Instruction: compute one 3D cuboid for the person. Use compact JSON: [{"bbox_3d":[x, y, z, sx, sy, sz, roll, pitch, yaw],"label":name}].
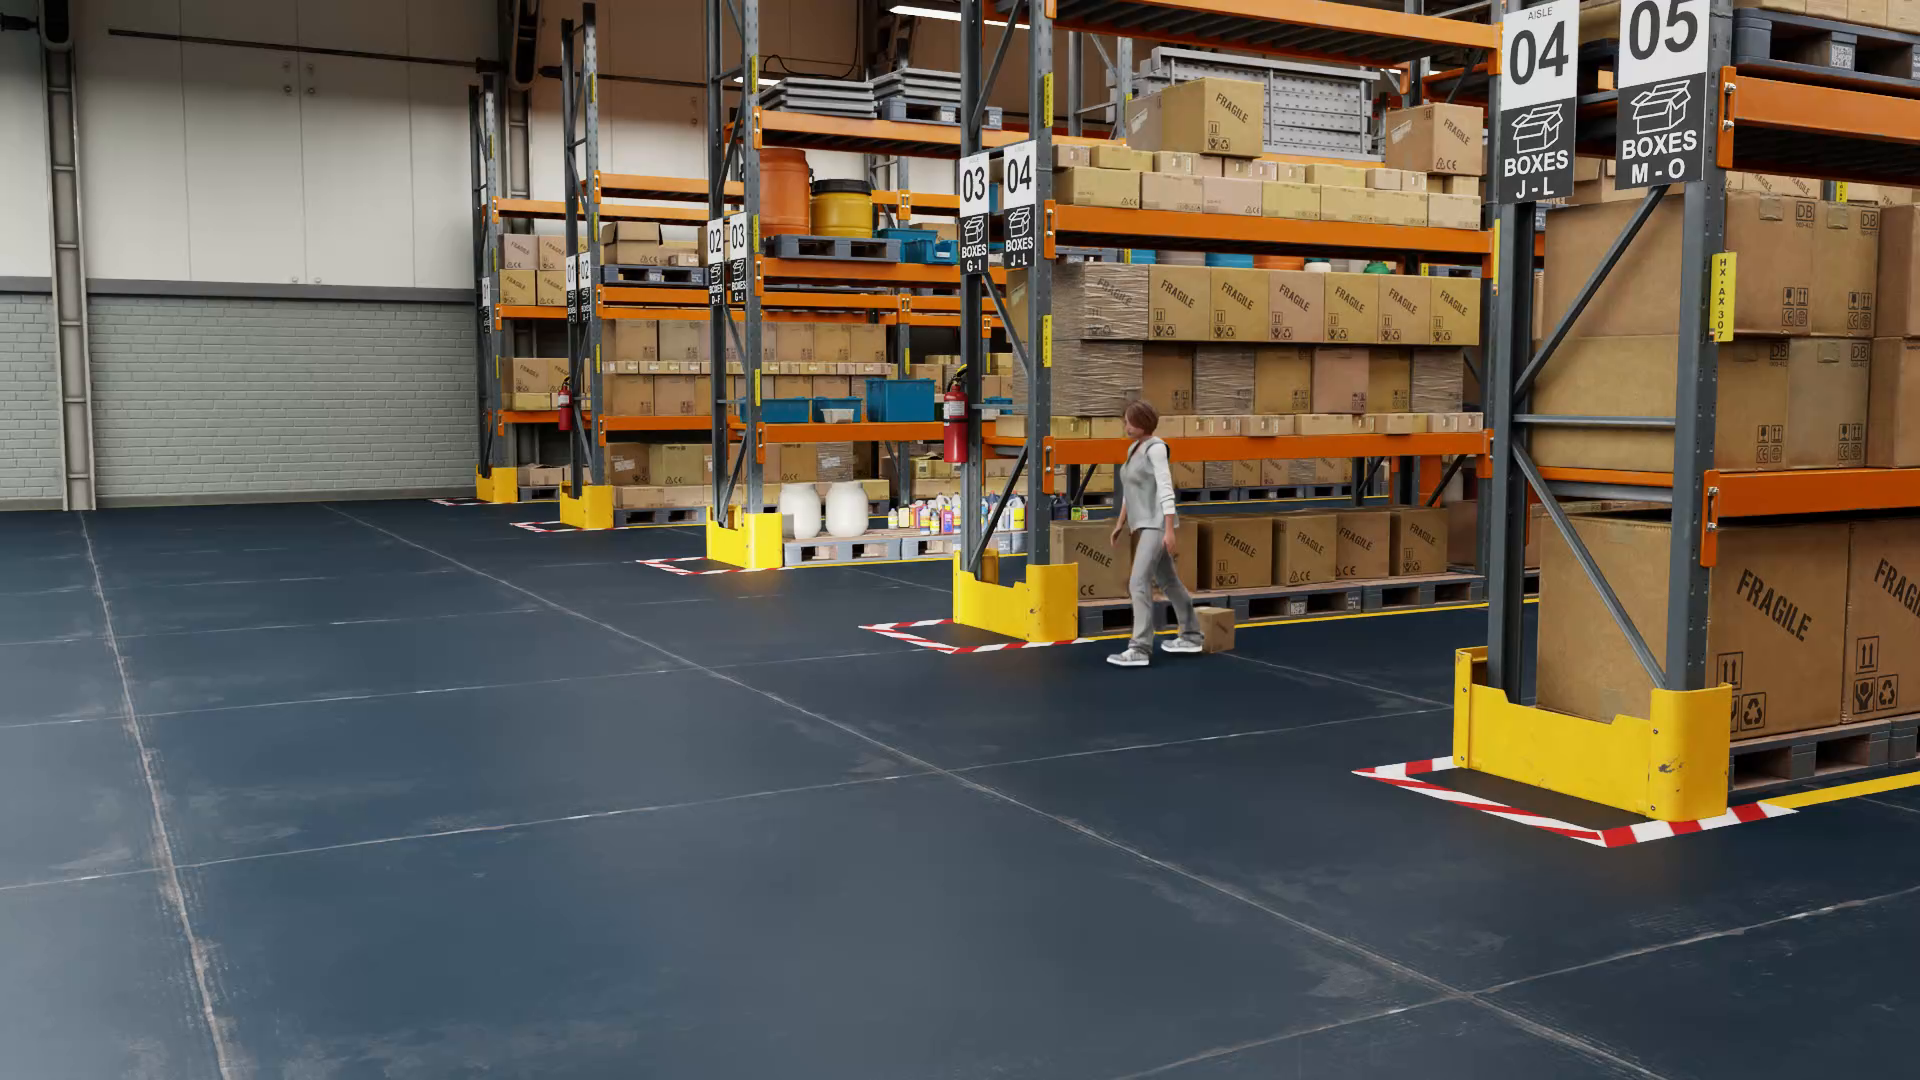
[{"bbox_3d":[1.159,-0.057,9.937,0.690,1.558,0.554,-1,5,-9],"label":"person"}]
